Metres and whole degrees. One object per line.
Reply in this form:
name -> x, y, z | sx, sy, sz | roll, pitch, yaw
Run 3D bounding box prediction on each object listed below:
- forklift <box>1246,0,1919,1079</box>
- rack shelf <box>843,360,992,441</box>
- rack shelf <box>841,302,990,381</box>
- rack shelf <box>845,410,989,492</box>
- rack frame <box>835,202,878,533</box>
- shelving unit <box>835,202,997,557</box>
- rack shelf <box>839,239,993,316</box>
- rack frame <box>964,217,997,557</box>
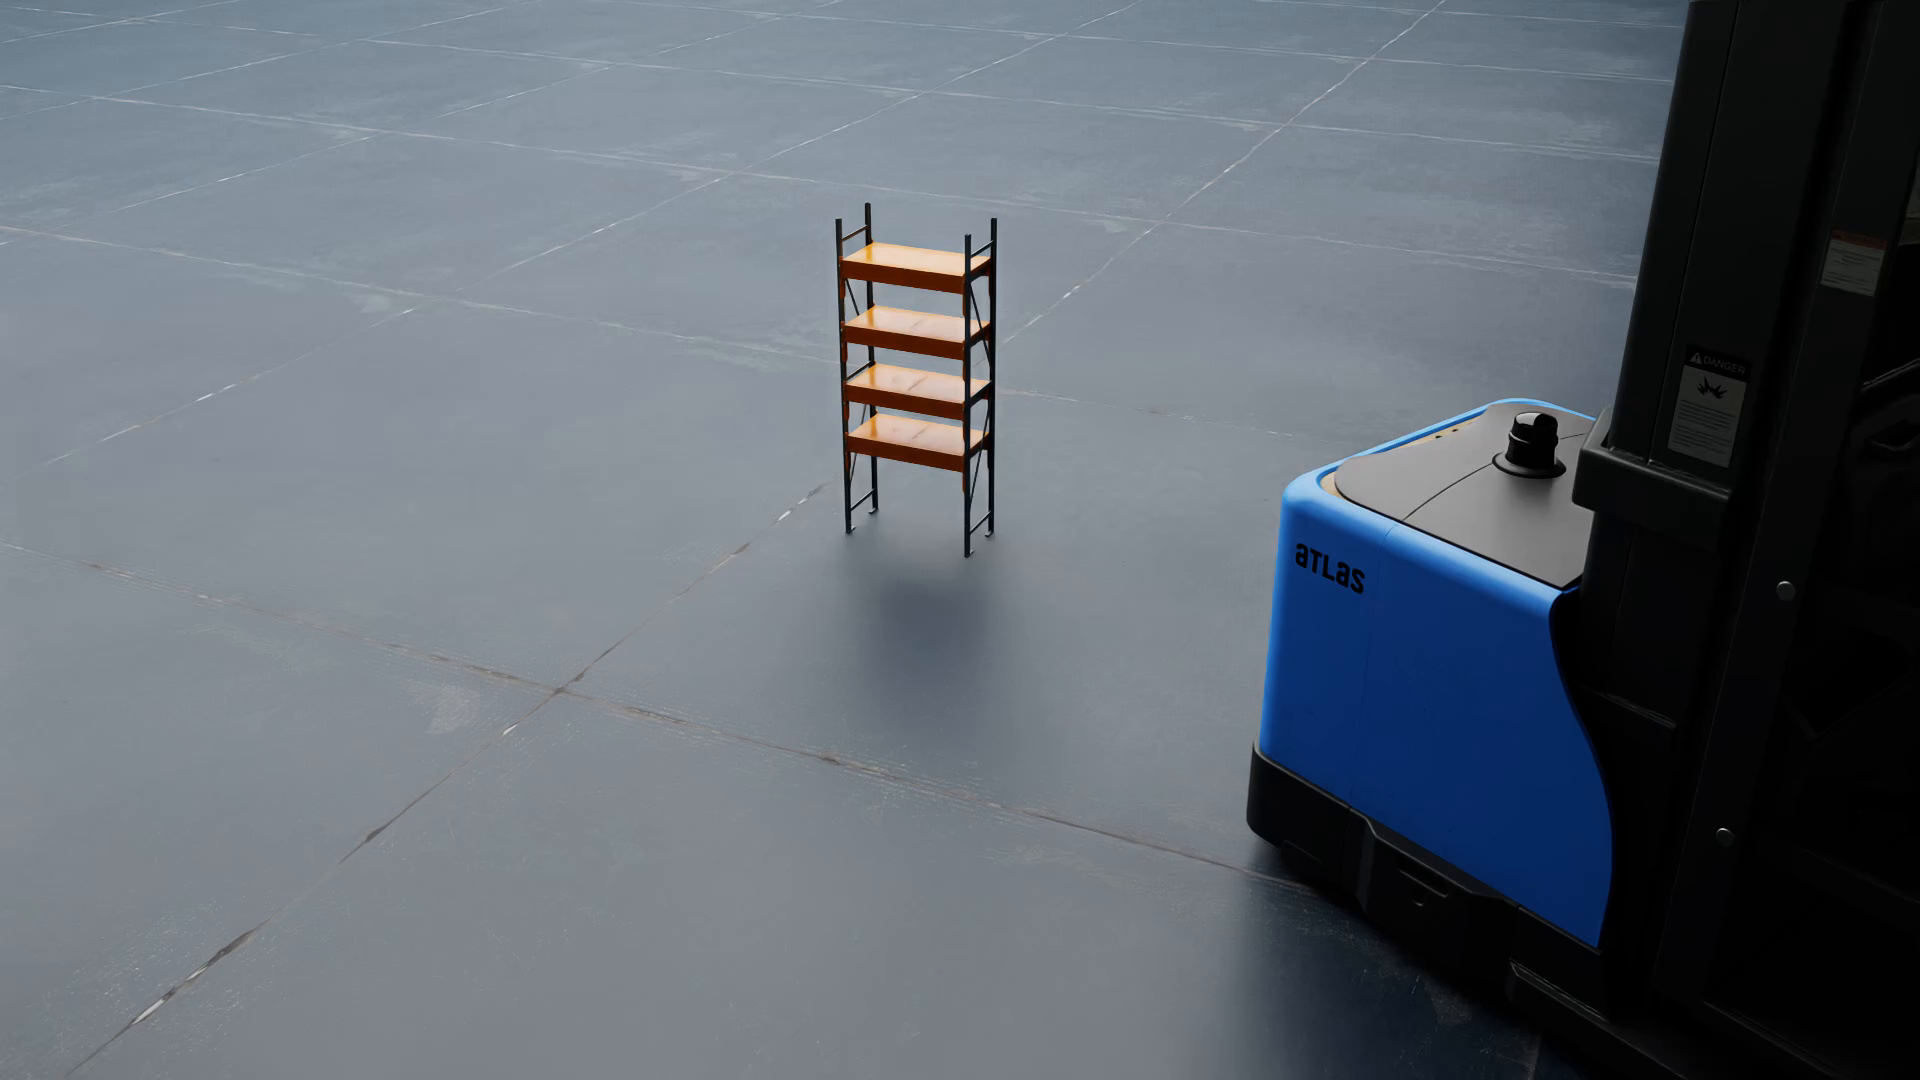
forklift -> 2.082, -0.120, 3.113 | 1.130, 2.935, 3.031 | -19, 32, -34
rack shelf -> -0.151, -0.508, 6.013 | 0.480, 0.148, 0.258 | 11, 28, 22
rack shelf -> -0.151, -0.709, 5.914 | 0.480, 0.148, 0.258 | 11, 28, 22
rack shelf -> -0.151, -0.330, 6.101 | 0.480, 0.148, 0.258 | 11, 28, 22
rack frame -> -0.373, -0.613, 6.074 | 0.015, 1.200, 0.240 | 11, 28, 22
shelving unit -> -0.151, -0.569, 5.984 | 0.503, 1.200, 0.258 | 11, 28, 22
rack shelf -> -0.151, -0.921, 5.810 | 0.480, 0.148, 0.258 | 11, 28, 22
rack frame -> 0.071, -0.524, 5.893 | 0.015, 1.200, 0.240 | 11, 28, 22
